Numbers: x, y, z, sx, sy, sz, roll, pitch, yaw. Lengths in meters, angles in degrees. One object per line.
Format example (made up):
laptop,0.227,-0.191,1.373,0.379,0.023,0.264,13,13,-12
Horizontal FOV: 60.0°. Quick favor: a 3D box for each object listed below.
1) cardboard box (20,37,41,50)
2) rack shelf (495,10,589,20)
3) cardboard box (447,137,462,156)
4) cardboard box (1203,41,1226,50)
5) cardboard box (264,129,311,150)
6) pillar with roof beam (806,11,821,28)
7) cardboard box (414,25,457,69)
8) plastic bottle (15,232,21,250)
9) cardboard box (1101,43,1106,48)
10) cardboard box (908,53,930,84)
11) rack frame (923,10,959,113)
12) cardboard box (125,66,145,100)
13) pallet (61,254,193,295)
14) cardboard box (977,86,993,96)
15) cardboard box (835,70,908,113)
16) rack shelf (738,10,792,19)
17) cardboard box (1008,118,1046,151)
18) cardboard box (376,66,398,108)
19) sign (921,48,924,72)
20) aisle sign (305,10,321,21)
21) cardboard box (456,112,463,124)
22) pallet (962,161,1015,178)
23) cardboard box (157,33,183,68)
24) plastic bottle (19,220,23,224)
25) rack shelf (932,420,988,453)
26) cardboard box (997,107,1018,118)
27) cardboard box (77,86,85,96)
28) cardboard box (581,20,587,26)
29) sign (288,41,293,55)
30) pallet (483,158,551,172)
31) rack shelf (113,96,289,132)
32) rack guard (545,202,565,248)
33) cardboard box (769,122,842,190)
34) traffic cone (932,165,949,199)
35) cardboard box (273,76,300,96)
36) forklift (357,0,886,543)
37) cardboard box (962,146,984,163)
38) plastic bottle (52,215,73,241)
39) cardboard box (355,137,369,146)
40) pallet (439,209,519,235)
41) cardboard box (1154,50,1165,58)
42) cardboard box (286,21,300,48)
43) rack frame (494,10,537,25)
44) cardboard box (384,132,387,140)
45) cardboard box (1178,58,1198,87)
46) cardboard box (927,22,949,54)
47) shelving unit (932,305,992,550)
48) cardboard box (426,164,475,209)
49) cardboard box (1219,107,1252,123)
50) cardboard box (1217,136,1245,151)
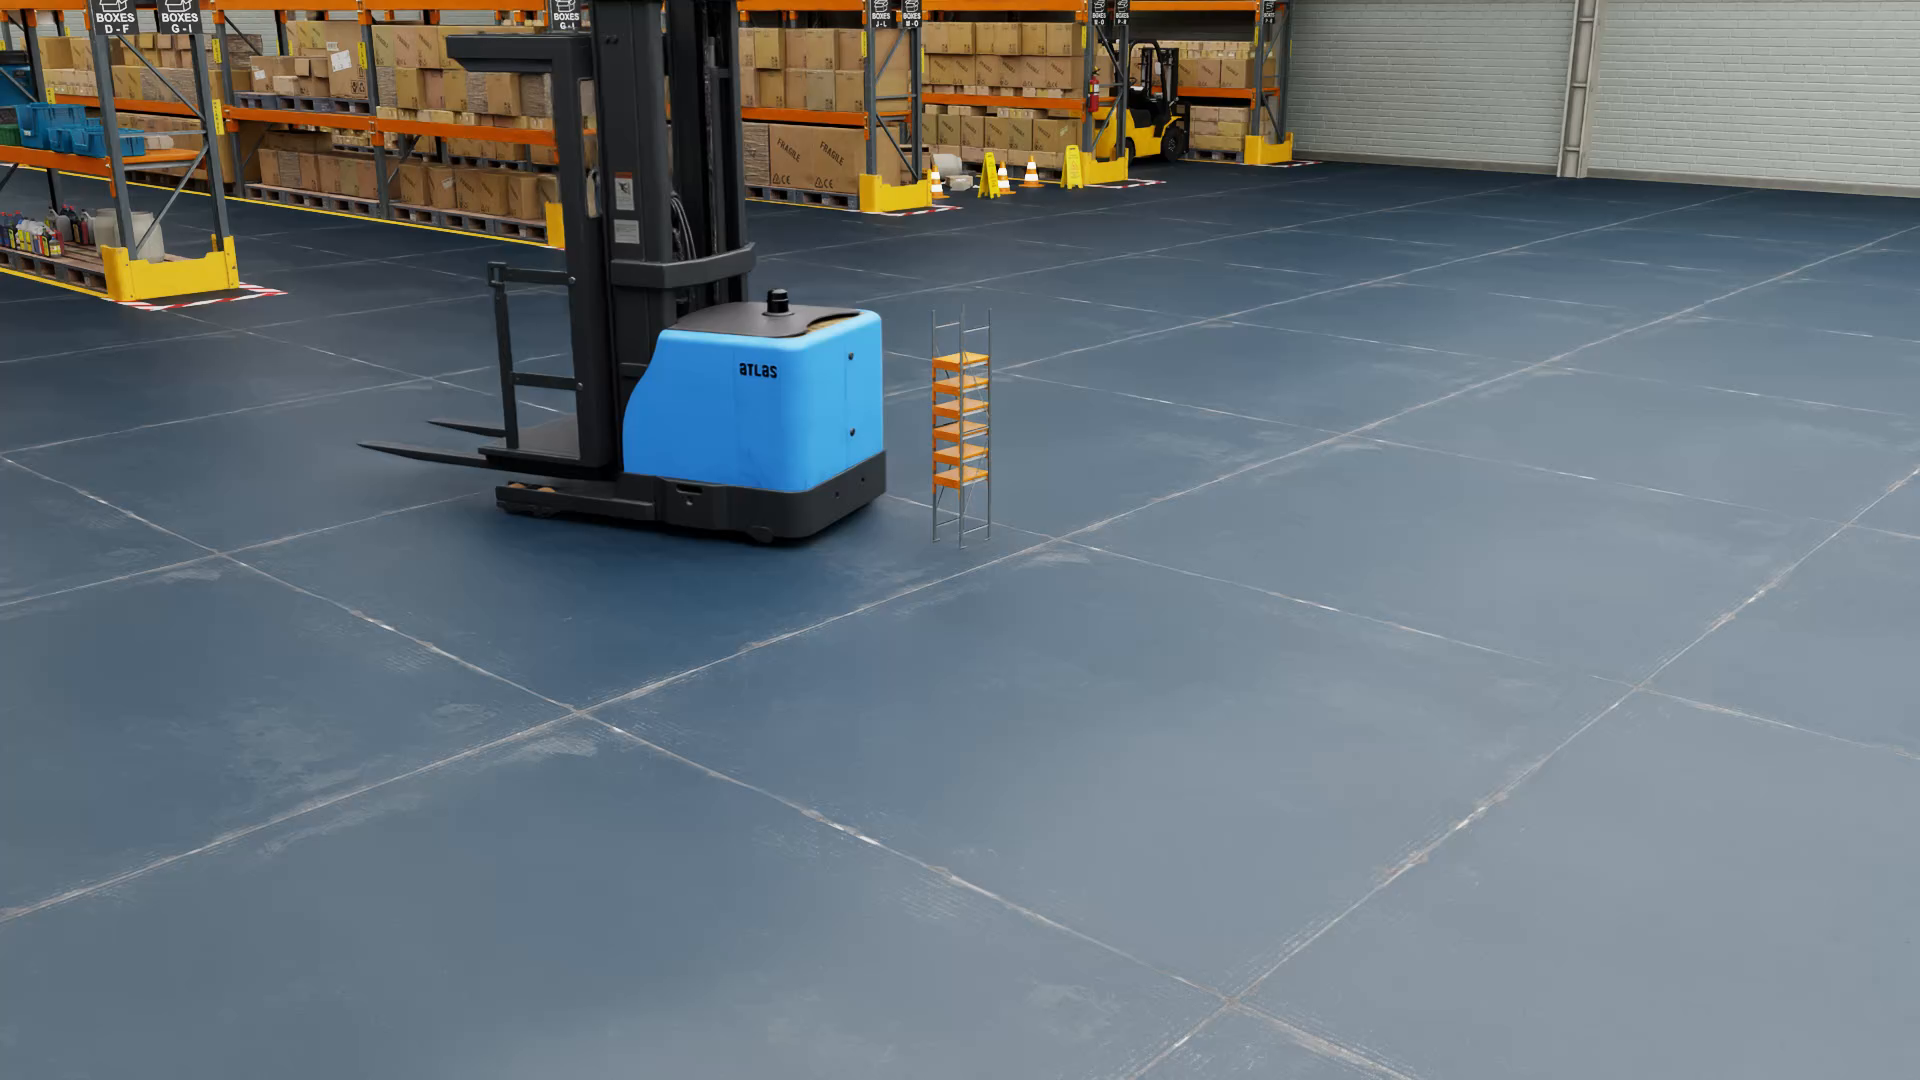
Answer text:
cardboard box,-15.687,-8.341,28.451,0.500,0.500,0.500,14,23,38
rack shelf,-8.167,-11.098,34.853,4.000,0.370,1.077,15,23,39
cardboard box,-8.707,-7.062,29.343,0.500,0.500,0.500,16,23,40
cardboard box,4.633,-9.003,30.291,0.250,0.149,0.380,15,23,40
cardboard box,-9.736,-5.812,24.133,0.500,0.250,0.500,16,24,41
pillar with roof beam,-6.159,-12.963,34.581,0.400,9.000,9.100,15,23,39
cardboard box,-6.349,-6.079,20.498,0.500,0.500,0.500,15,23,39
plastic bottle,-9.887,-3.161,17.511,0.097,0.201,0.097,0,18,0
cardboard box,2.913,-9.467,31.753,0.250,0.149,0.380,15,23,40
cardboard box,-0.544,-8.042,28.335,0.500,0.500,0.500,15,23,39
rack frame,-0.387,-9.930,34.943,0.127,3.000,1.000,15,23,39
cardboard box,-12.694,-7.166,26.066,0.500,0.500,0.500,15,23,39
pallet,-8.254,-2.677,16.699,1.213,0.211,1.003,15,23,39
cardboard box,0.493,-7.445,27.526,0.250,0.149,0.380,15,23,39
cardboard box,-1.214,-6.196,22.928,0.550,0.550,0.875,15,23,39
rack shelf,-4.875,-12.222,38.394,4.000,0.370,1.077,15,23,39
cardboard box,1.139,-6.653,27.229,0.500,0.500,0.500,16,24,41
cardboard box,-6.970,-5.846,21.418,0.500,0.500,0.875,15,23,39
sign,-0.533,-6.635,22.997,0.005,0.325,0.100,15,23,39
aisle sign,-12.728,-10.594,32.738,0.004,0.787,0.394,15,23,39
cardboard box,-5.956,-5.192,20.429,0.250,0.149,0.380,15,23,39
pallet,0.755,-6.303,28.122,1.213,0.211,1.003,15,23,39
cardboard box,-11.785,-7.505,25.479,0.637,0.503,0.797,16,24,41
plastic bottle,-10.036,-3.292,17.810,0.097,0.271,0.097,0,18,0
rack shelf,0.011,-0.527,8.434,0.180,0.103,0.258,15,23,39
cardboard box,0.831,-7.021,27.316,0.250,0.149,0.380,16,24,42
cardboard box,-14.271,-7.390,27.354,0.250,0.149,0.380,16,23,40
cardboard box,-7.619,-10.610,34.193,0.250,0.149,0.380,15,23,39
sign,-9.904,-7.203,24.567,0.005,0.325,0.100,15,23,39
pallet,-7.473,-6.495,28.727,1.213,0.211,1.003,15,23,39
rack shelf,-11.753,-6.623,25.712,4.000,0.370,1.077,15,23,39
rack guard,-4.331,-3.782,19.702,0.348,0.500,1.175,15,23,39
cardboard box,-2.116,-5.545,23.943,0.875,0.875,0.875,15,23,38
traffic cone,-0.361,-5.279,24.480,0.334,0.463,0.336,15,23,39
cardboard box,-9.156,-6.305,23.072,0.500,0.250,0.500,14,22,38
forklift,-1.974,-1.653,8.975,3.031,2.935,1.130,7,19,22
cardboard box,0.380,-6.503,27.995,0.500,0.250,0.500,15,23,39
plastic bottle,-9.816,-3.411,18.176,0.135,0.276,0.152,15,23,39
cardboard box,-11.175,-7.520,31.368,0.250,0.149,0.380,15,23,39
pallet,-5.823,-4.060,21.057,1.213,0.211,1.003,15,23,39
cardboard box,3.811,-9.046,30.918,0.250,0.149,0.380,14,23,38
cardboard box,-12.713,-9.789,32.186,0.500,0.500,0.500,15,23,39
rack frame,-9.663,-10.413,36.464,0.127,3.000,1.000,15,23,39
cardboard box,-10.538,-7.495,30.798,0.250,0.149,0.380,14,22,37
cardboard box,4.288,-8.620,30.650,0.500,0.500,0.500,14,23,38
cardboard box,-0.135,-8.425,27.889,0.500,0.500,0.700,15,23,40
shelving unit,0.011,-0.569,8.421,0.189,1.200,0.258,15,23,39
cardboard box,-6.559,-4.567,21.483,0.500,0.500,0.500,-10,20,-28
cardboard box,5.045,-7.712,30.152,0.500,0.250,0.500,16,24,41
cardboard box,5.035,-7.237,30.306,0.500,0.250,0.500,15,23,40
